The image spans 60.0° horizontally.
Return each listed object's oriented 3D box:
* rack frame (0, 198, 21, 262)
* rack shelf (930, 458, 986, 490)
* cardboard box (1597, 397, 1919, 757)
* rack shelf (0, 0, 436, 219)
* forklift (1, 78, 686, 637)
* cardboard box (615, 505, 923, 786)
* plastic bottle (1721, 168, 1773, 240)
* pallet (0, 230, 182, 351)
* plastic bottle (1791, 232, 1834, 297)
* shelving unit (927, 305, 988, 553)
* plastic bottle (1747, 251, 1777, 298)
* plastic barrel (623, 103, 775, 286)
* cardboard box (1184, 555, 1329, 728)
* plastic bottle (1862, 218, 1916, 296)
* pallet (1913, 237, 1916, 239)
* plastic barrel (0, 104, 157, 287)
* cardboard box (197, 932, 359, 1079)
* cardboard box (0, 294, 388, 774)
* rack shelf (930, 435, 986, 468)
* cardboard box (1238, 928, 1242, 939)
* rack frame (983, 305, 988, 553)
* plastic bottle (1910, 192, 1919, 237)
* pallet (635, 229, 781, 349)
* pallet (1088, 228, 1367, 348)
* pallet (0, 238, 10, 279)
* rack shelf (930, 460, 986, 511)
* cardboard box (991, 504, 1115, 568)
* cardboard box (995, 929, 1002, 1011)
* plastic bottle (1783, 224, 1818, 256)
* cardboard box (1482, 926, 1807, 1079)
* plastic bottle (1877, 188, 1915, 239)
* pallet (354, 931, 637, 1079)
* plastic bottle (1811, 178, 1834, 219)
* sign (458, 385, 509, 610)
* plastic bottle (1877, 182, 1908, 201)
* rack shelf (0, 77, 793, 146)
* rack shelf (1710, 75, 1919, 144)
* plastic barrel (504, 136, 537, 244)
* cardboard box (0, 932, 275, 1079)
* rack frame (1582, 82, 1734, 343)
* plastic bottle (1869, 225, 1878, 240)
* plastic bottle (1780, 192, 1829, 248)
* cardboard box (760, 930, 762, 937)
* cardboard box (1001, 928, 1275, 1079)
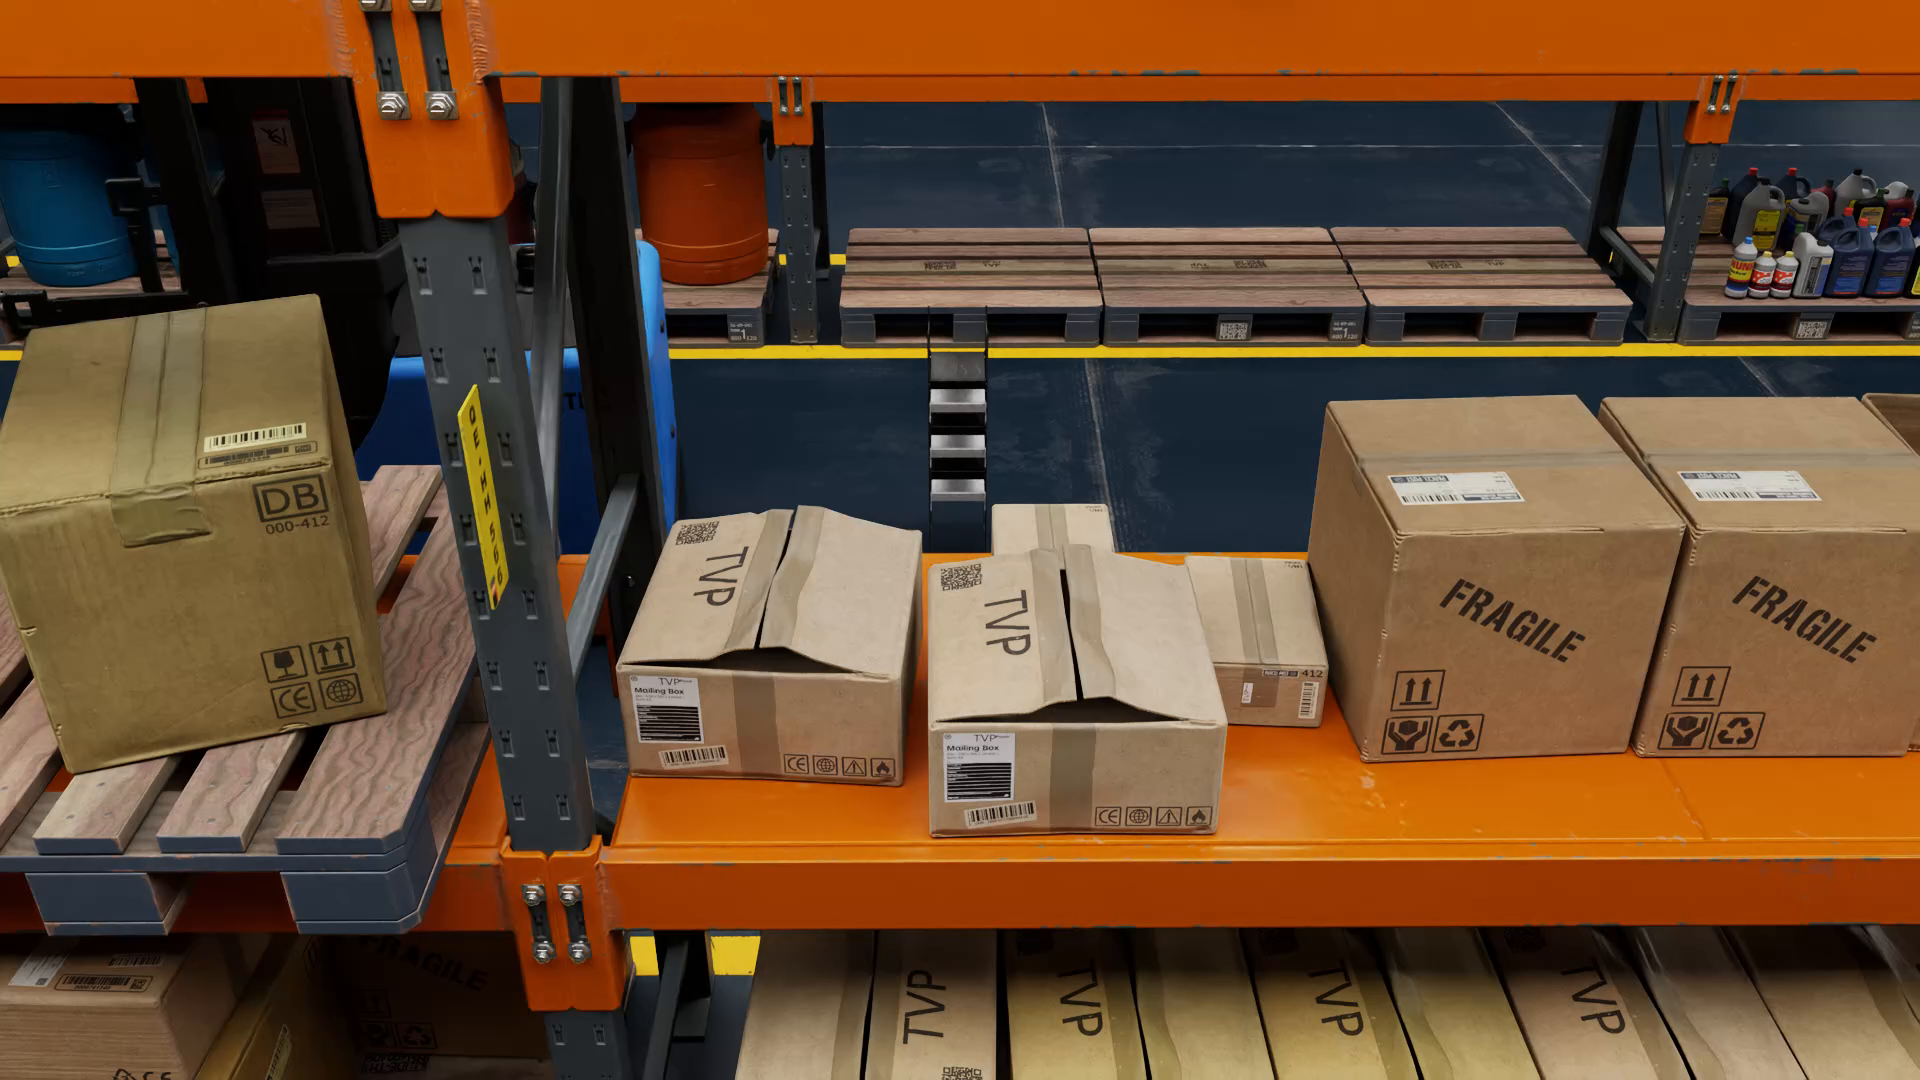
[{"bbox_3d":[-4.729,-2.437,7.375,0.127,3.000,1.000,0,31,0],"label":"rack frame"},{"bbox_3d":[-0.008,-0.279,6.081,0.200,0.077,0.258,0,31,0],"label":"rack shelf"},{"bbox_3d":[1.501,0.062,3.160,0.500,0.500,0.500,0,31,0],"label":"cardboard box"},{"bbox_3d":[-2.703,-0.849,2.559,4.000,0.370,1.077,0,31,0],"label":"rack shelf"},{"bbox_3d":[-2.511,-1.079,5.202,3.031,2.935,1.130,-4,31,-7],"label":"forklift"},{"bbox_3d":[-0.339,0.179,3.148,0.500,0.311,0.500,2,31,3],"label":"cardboard box"},{"bbox_3d":[3.913,-1.669,8.239,0.185,0.351,0.144,-1,31,-2],"label":"plastic bottle"},{"bbox_3d":[-3.957,-1.226,8.067,1.213,0.211,1.003,0,31,0],"label":"pallet"},{"bbox_3d":[3.915,-1.274,7.660,0.135,0.276,0.152,1,31,2],"label":"plastic bottle"},{"bbox_3d":[-0.008,-0.385,6.017,0.210,0.900,0.258,0,31,0],"label":"shelving unit"},{"bbox_3d":[3.694,-1.228,7.655,0.097,0.201,0.097,0,31,0],"label":"plastic bottle"},{"bbox_3d":[-1.218,-1.691,7.832,0.708,0.830,0.600,0,31,0],"label":"plastic barrel"},{"bbox_3d":[0.572,0.194,3.281,0.250,0.149,0.380,2,31,3],"label":"cardboard box"},{"bbox_3d":[4.269,-1.305,7.639,0.185,0.351,0.144,-1,31,-2],"label":"plastic bottle"},{"bbox_3d":[5.166,-1.256,8.116,1.213,0.211,1.003,0,31,0],"label":"pallet"},{"bbox_3d":[-4.185,-1.712,7.798,0.708,0.901,0.600,0,31,0],"label":"plastic barrel"},{"bbox_3d":[-1.637,1.125,3.489,0.500,0.500,0.500,1,31,2],"label":"cardboard box"},{"bbox_3d":[-1.332,-0.042,2.926,0.500,0.500,0.700,-11,33,-17],"label":"cardboard box"},{"bbox_3d":[-0.008,-0.356,6.034,0.200,0.077,0.258,0,31,0],"label":"rack shelf"},{"bbox_3d":[0.844,0.742,3.841,0.500,0.311,0.500,0,31,-1],"label":"cardboard box"},{"bbox_3d":[0.094,-0.385,6.017,0.006,0.900,0.240,0,31,0],"label":"rack frame"},{"bbox_3d":[4.810,-1.650,8.284,0.097,0.271,0.097,0,31,0],"label":"plastic bottle"},{"bbox_3d":[-1.517,-1.233,8.079,1.213,0.211,1.003,0,31,0],"label":"pallet"},{"bbox_3d":[1.263,-1.242,8.093,1.213,0.211,1.003,0,31,0],"label":"pallet"},{"bbox_3d":[-5.464,-1.222,8.061,1.213,0.211,1.003,0,31,0],"label":"pallet"},{"bbox_3d":[-0.008,-0.202,6.127,0.200,0.077,0.258,0,31,0],"label":"rack shelf"},{"bbox_3d":[0.195,0.081,3.467,0.250,0.149,0.380,0,31,0],"label":"cardboard box"},{"bbox_3d":[0.337,0.984,3.982,0.500,0.250,0.500,-1,31,-1],"label":"cardboard box"},{"bbox_3d":[3.914,-1.333,7.750,0.133,0.283,0.061,0,31,0],"label":"plastic bottle"},{"bbox_3d":[1.372,1.018,3.385,0.500,0.311,0.500,-1,31,-1],"label":"cardboard box"},{"bbox_3d":[4.592,-1.585,8.165,0.133,0.283,0.061,0,31,0],"label":"plastic bottle"},{"bbox_3d":[-1.450,1.295,3.913,1.213,0.211,1.003,0,31,0],"label":"pallet"},{"bbox_3d":[4.268,-1.663,8.294,0.133,0.283,0.061,2,31,3],"label":"plastic bottle"},{"bbox_3d":[-0.690,-0.060,2.417,0.005,0.325,0.100,0,31,0],"label":"sign"},{"bbox_3d":[4.590,-1.637,8.258,0.135,0.276,0.152,0,31,1],"label":"plastic bottle"},{"bbox_3d":[-2.729,-2.136,7.572,4.000,0.370,1.077,0,31,0],"label":"rack shelf"},{"bbox_3d":[5.271,-2.161,7.613,4.000,0.370,1.077,0,31,0],"label":"rack shelf"},{"bbox_3d":[-2.348,-1.584,7.889,0.708,0.588,0.600,0,31,0],"label":"plastic barrel"},{"bbox_3d":[-1.693,0.807,3.291,0.500,0.250,0.500,1,31,2],"label":"cardboard box"},{"bbox_3d":[3.271,-2.462,7.416,0.127,3.000,1.000,0,31,0],"label":"rack frame"},{"bbox_3d":[4.225,-1.334,7.763,0.097,0.271,0.097,0,31,0],"label":"plastic bottle"},{"bbox_3d":[4.131,-1.561,8.133,0.135,0.276,0.152,0,31,0],"label":"plastic bottle"},{"bbox_3d":[-0.181,0.747,3.833,0.500,0.311,0.500,1,31,1],"label":"cardboard box"},{"bbox_3d":[0.348,1.021,3.381,0.500,0.311,0.500,-1,31,-2],"label":"cardboard box"}]
